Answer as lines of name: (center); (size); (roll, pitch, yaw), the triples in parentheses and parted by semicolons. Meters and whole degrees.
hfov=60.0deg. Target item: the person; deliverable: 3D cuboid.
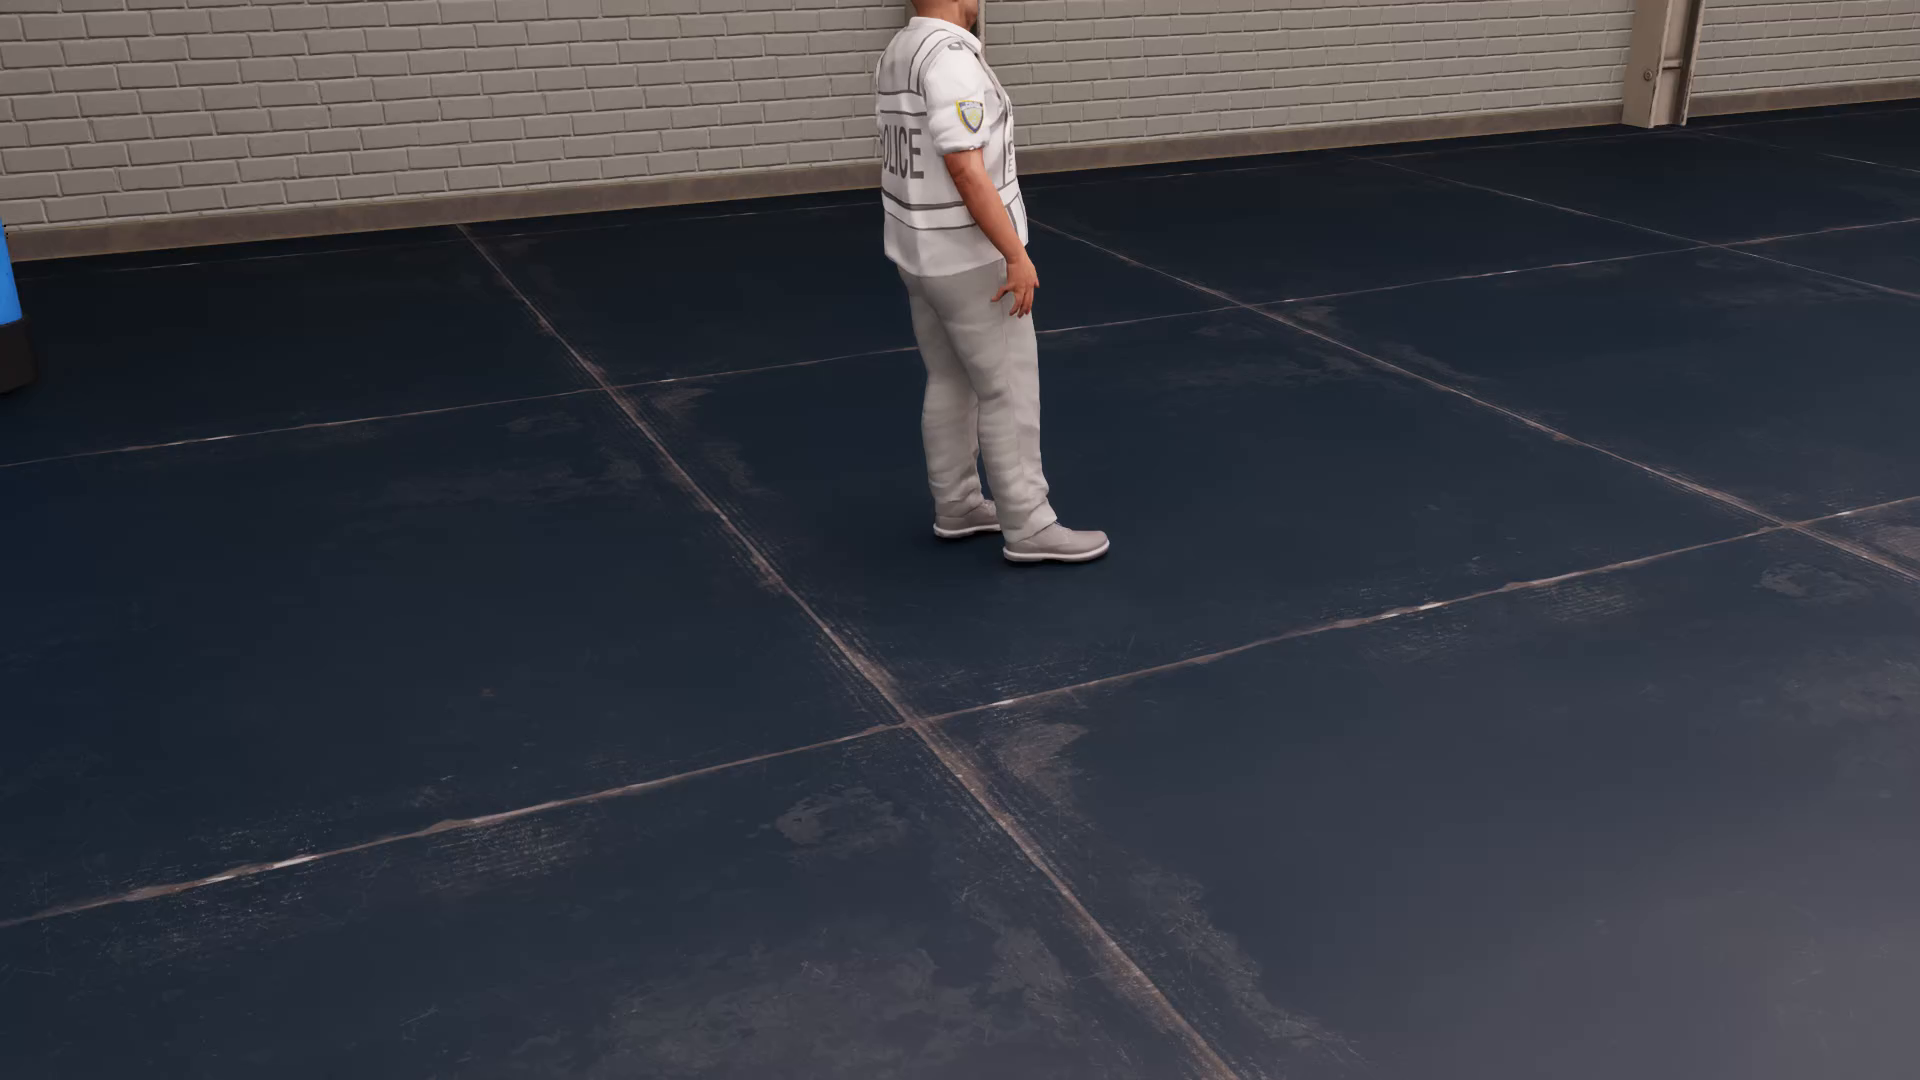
person: (0.075, -0.838, 4.782); (0.575, 1.781, 0.640); (-10, 25, -23)

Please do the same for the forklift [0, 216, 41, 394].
forklift: (-5.127, -1.897, 5.853); (3.031, 2.935, 1.130); (6, 23, 15)
